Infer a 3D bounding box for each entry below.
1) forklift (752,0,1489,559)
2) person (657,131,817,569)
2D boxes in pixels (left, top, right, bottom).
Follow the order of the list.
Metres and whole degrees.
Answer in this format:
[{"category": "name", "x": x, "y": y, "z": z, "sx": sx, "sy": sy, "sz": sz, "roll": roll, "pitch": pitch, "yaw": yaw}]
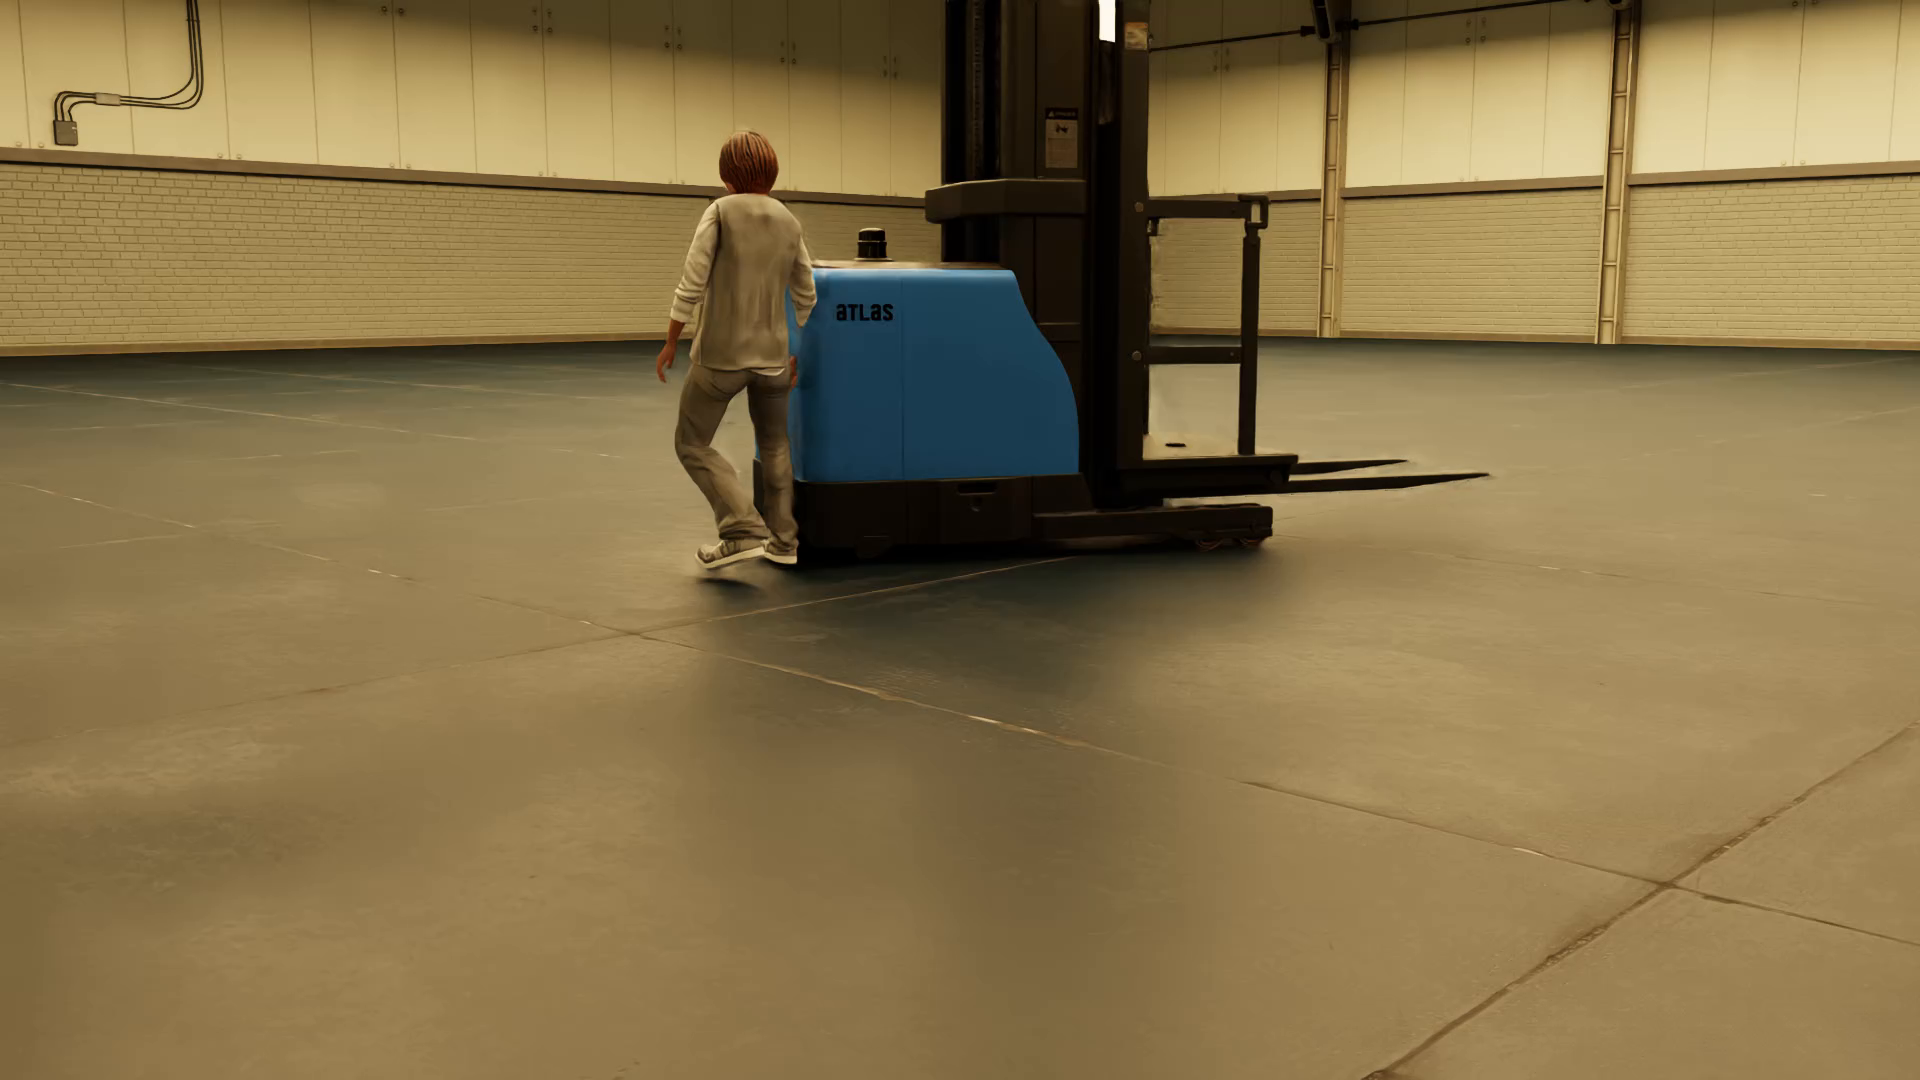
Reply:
[{"category": "forklift", "x": 0.717, "y": -1.487, "z": 6.748, "sx": 3.031, "sy": 2.935, "sz": 1.130, "roll": -3, "pitch": 9, "yaw": -18}, {"category": "person", "x": -0.786, "y": -0.650, "z": 5.867, "sx": 0.606, "sy": 1.530, "sz": 0.497, "roll": -6, "pitch": 10, "yaw": -34}]
